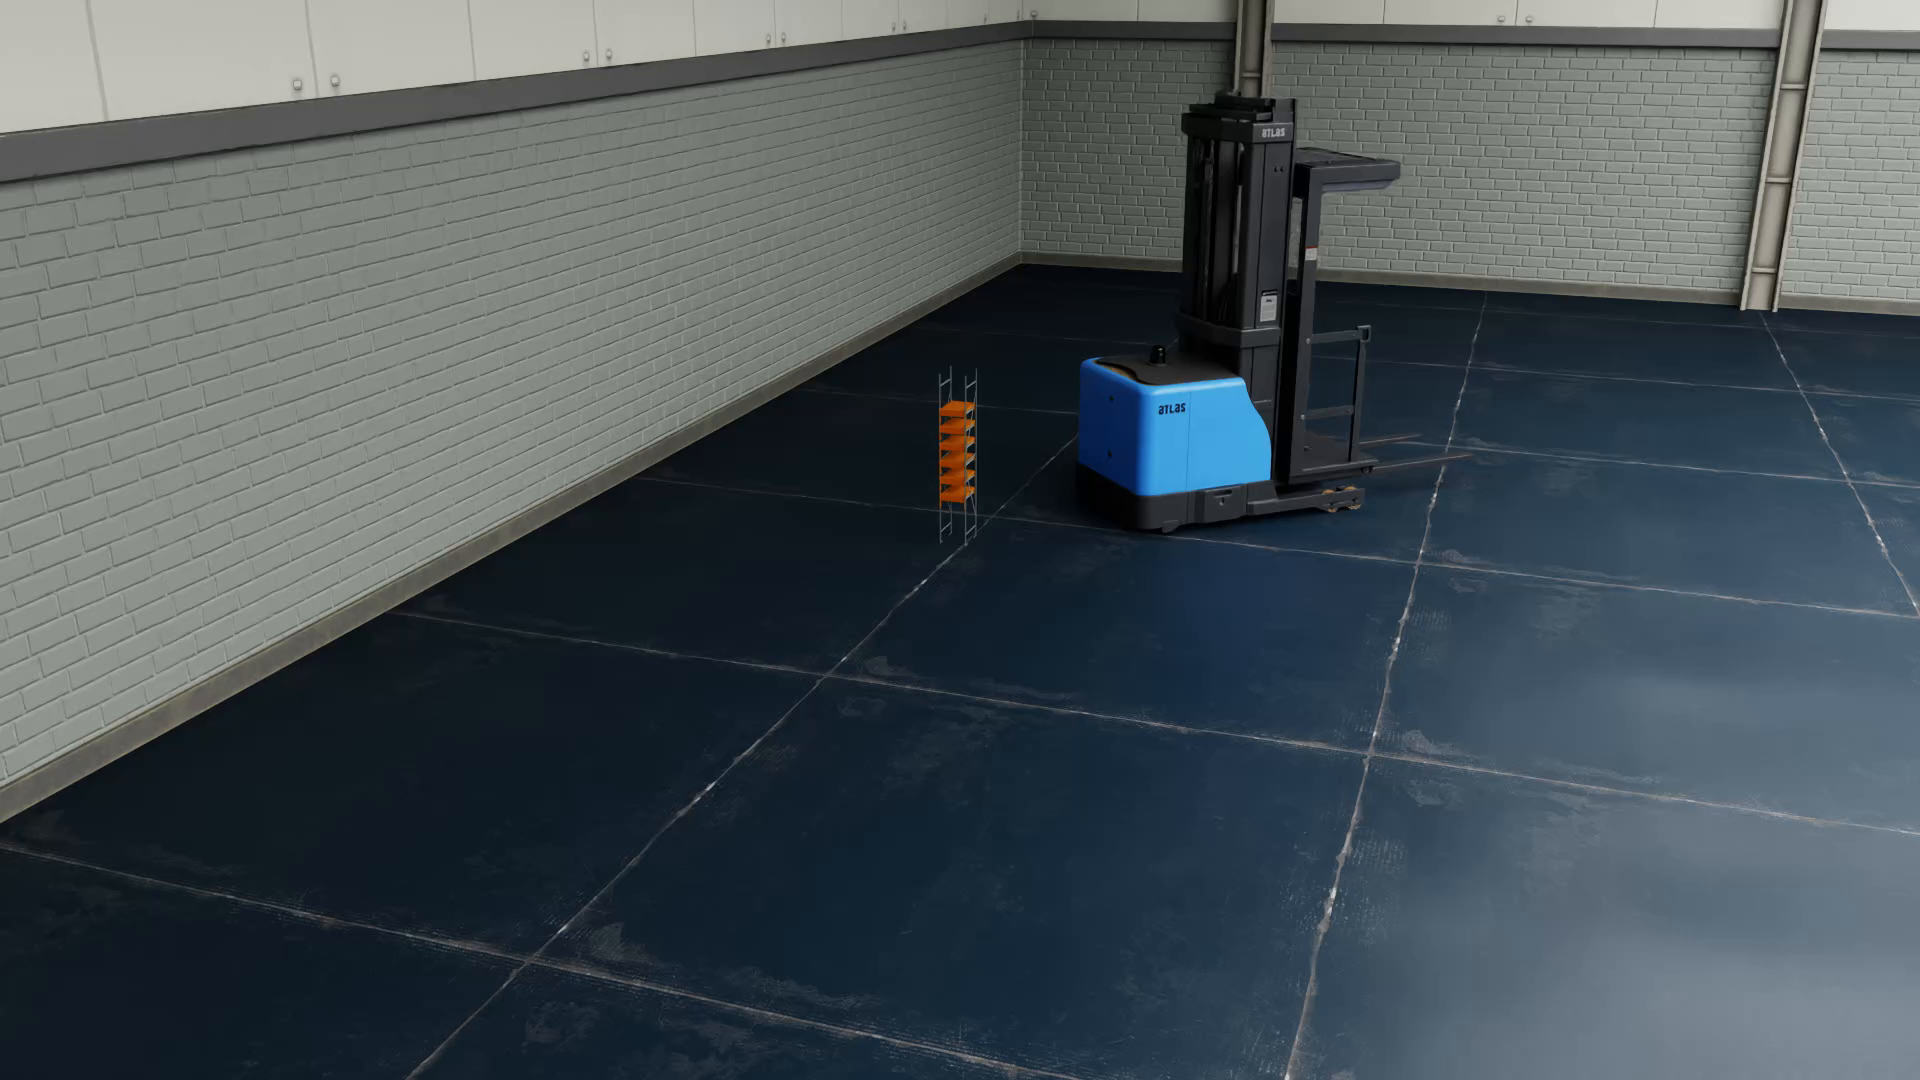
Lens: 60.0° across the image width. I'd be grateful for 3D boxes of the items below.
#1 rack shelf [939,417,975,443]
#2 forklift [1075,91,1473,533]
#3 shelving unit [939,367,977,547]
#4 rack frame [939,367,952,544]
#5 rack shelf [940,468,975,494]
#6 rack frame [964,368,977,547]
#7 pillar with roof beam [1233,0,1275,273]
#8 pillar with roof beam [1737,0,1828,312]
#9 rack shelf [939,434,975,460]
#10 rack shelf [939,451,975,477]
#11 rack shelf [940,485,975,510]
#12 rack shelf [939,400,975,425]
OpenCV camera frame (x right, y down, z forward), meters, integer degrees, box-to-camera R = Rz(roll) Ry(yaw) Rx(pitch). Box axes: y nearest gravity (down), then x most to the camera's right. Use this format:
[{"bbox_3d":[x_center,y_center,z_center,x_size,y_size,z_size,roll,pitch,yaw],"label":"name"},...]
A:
[{"bbox_3d":[-0.014,-0.753,11.319,0.180,0.103,0.258,7,20,18],"label":"rack shelf"},{"bbox_3d":[2.425,-1.733,12.096,3.031,2.935,1.130,-8,21,-22],"label":"forklift"},{"bbox_3d":[-0.014,-0.568,11.383,0.189,1.200,0.258,7,20,18],"label":"shelving unit"},{"bbox_3d":[-0.100,-0.578,11.412,0.006,1.200,0.240,7,20,18],"label":"rack frame"},{"bbox_3d":[-0.014,-0.413,11.437,0.180,0.103,0.258,7,20,18],"label":"rack shelf"},{"bbox_3d":[0.073,-0.558,11.355,0.006,1.200,0.240,7,20,18],"label":"rack frame"},{"bbox_3d":[2.162,-6.244,15.819,0.400,9.000,9.100,7,20,18],"label":"pillar with roof beam"},{"bbox_3d":[7.830,-5.596,13.959,0.400,9.000,9.100,7,20,18],"label":"pillar with roof beam"},{"bbox_3d":[-0.014,-0.639,11.358,0.180,0.103,0.258,7,20,18],"label":"rack shelf"},{"bbox_3d":[-0.014,-0.526,11.398,0.180,0.103,0.258,7,20,18],"label":"rack shelf"},{"bbox_3d":[-0.014,-0.300,11.477,0.180,0.103,0.258,7,20,18],"label":"rack shelf"},{"bbox_3d":[-0.014,-0.866,11.279,0.180,0.103,0.258,7,20,18],"label":"rack shelf"}]
